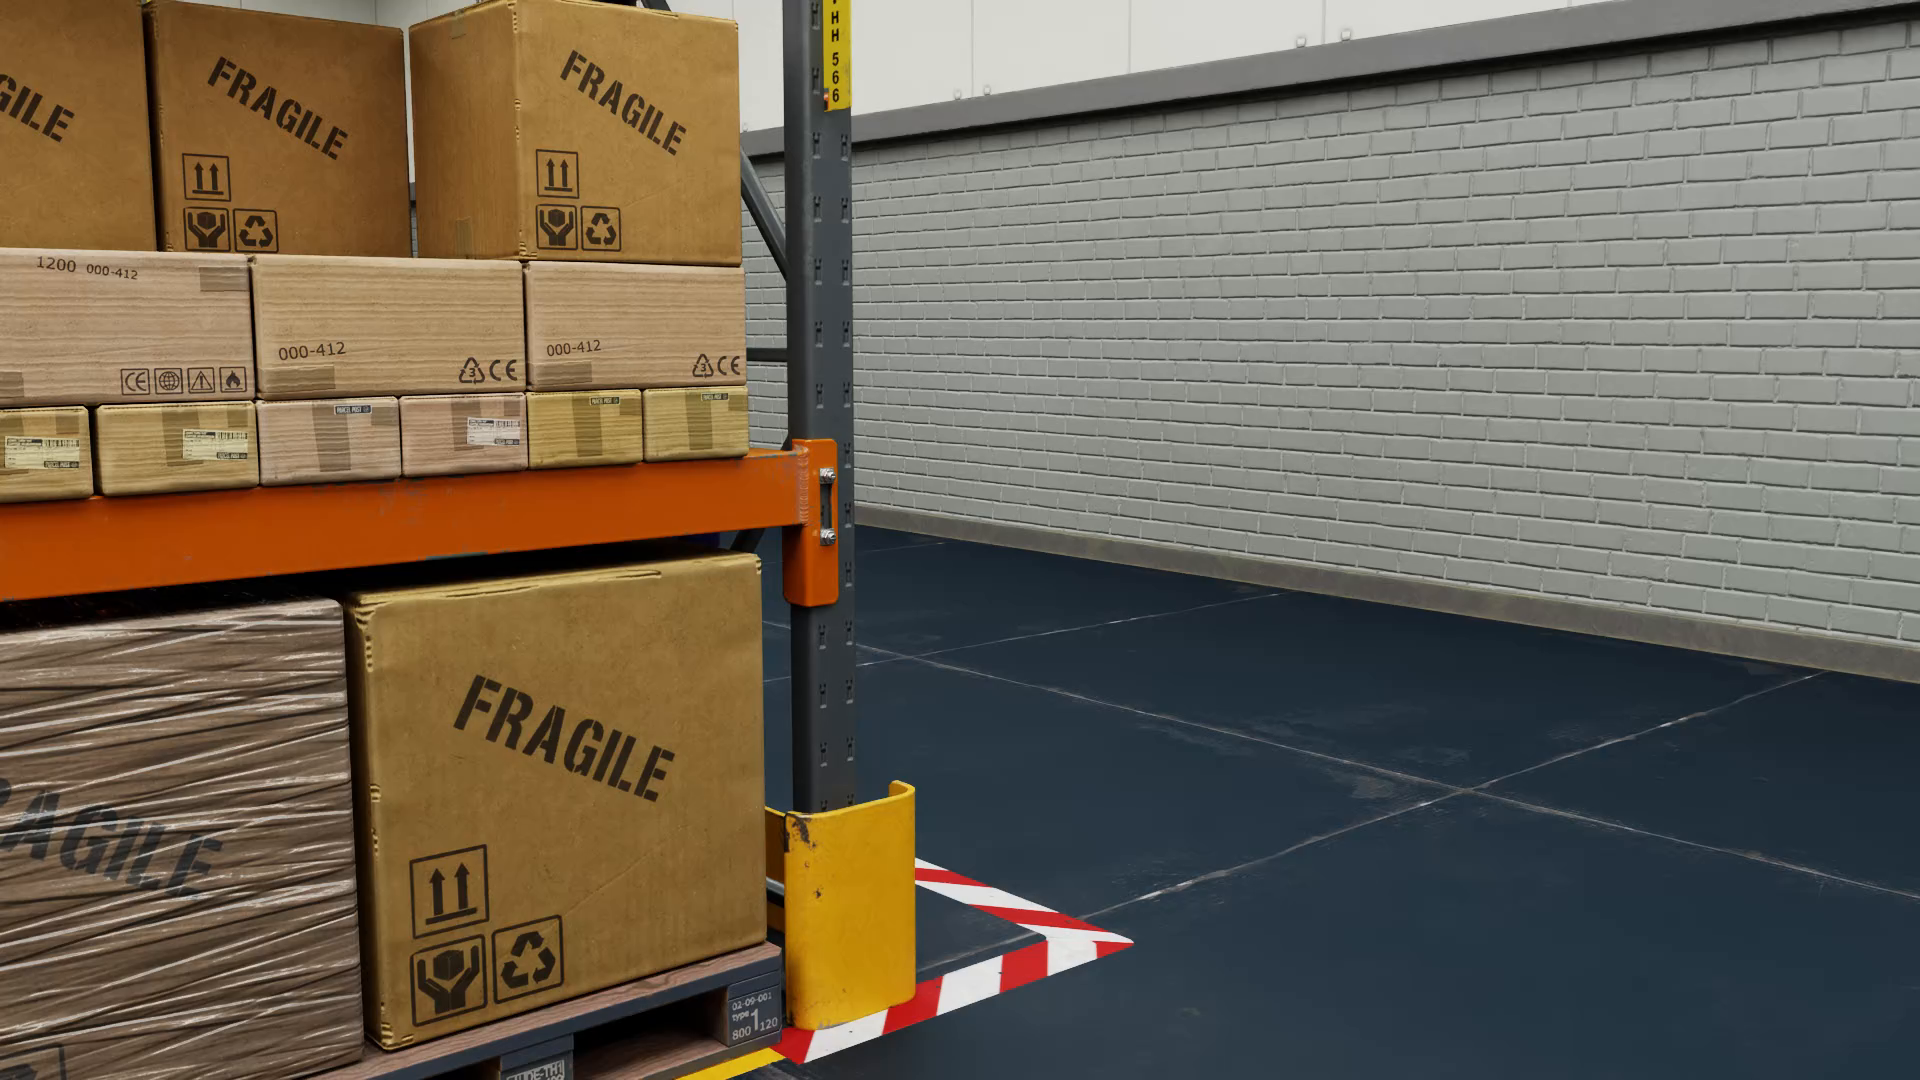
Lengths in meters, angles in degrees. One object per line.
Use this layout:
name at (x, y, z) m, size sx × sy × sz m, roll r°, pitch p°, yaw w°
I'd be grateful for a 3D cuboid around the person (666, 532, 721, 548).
person at (-1.167, -0.086, 6.523) m, size 0.545 × 1.637 × 0.414 m, roll -7°, pitch 10°, yaw -41°
